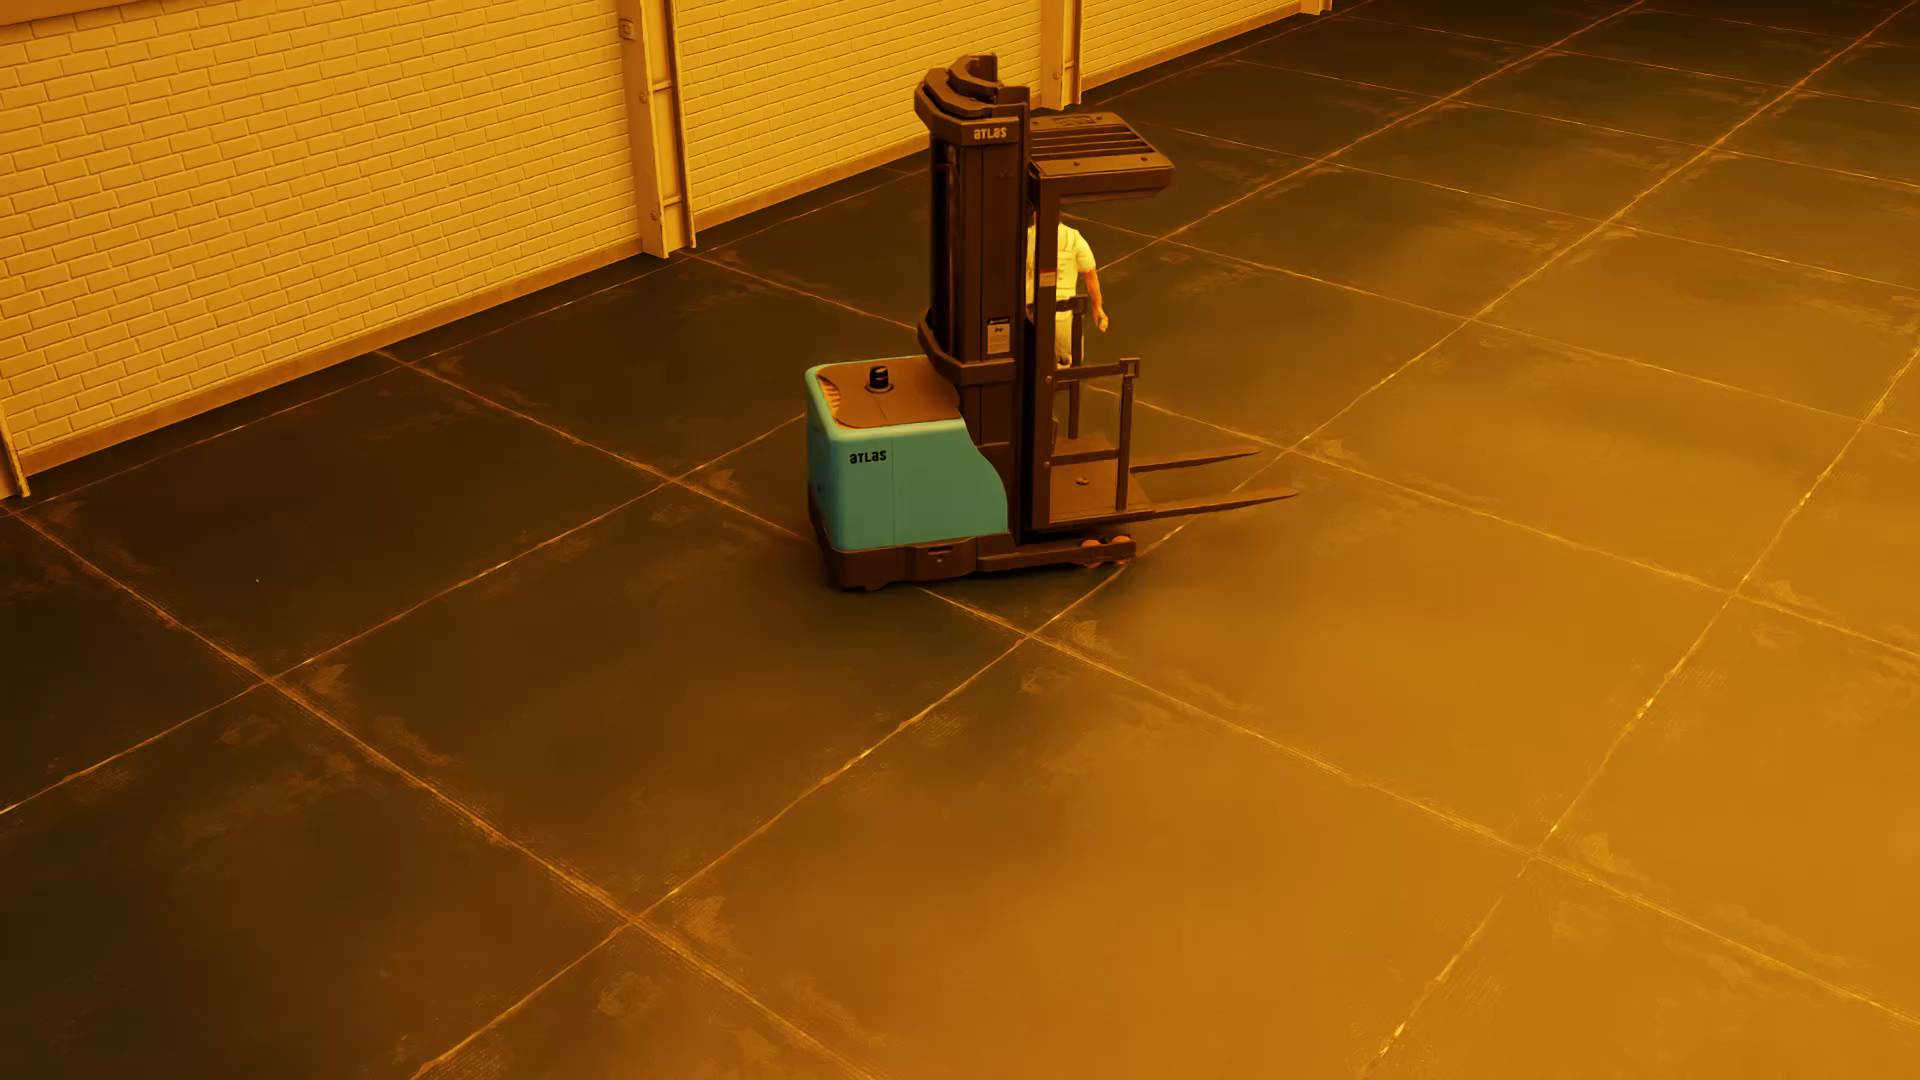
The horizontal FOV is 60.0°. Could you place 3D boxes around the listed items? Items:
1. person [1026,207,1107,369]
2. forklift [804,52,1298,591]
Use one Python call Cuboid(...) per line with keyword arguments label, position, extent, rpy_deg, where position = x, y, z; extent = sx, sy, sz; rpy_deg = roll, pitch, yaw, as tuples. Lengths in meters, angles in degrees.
Cuboid(label="person", position=(0.596, -1.677, 11.878), extent=(0.832, 1.547, 0.650), rpy_deg=(15, 34, 24))
Cuboid(label="forklift", position=(0.603, -1.350, 9.906), extent=(3.031, 2.935, 1.130), rpy_deg=(-7, 31, -12))
